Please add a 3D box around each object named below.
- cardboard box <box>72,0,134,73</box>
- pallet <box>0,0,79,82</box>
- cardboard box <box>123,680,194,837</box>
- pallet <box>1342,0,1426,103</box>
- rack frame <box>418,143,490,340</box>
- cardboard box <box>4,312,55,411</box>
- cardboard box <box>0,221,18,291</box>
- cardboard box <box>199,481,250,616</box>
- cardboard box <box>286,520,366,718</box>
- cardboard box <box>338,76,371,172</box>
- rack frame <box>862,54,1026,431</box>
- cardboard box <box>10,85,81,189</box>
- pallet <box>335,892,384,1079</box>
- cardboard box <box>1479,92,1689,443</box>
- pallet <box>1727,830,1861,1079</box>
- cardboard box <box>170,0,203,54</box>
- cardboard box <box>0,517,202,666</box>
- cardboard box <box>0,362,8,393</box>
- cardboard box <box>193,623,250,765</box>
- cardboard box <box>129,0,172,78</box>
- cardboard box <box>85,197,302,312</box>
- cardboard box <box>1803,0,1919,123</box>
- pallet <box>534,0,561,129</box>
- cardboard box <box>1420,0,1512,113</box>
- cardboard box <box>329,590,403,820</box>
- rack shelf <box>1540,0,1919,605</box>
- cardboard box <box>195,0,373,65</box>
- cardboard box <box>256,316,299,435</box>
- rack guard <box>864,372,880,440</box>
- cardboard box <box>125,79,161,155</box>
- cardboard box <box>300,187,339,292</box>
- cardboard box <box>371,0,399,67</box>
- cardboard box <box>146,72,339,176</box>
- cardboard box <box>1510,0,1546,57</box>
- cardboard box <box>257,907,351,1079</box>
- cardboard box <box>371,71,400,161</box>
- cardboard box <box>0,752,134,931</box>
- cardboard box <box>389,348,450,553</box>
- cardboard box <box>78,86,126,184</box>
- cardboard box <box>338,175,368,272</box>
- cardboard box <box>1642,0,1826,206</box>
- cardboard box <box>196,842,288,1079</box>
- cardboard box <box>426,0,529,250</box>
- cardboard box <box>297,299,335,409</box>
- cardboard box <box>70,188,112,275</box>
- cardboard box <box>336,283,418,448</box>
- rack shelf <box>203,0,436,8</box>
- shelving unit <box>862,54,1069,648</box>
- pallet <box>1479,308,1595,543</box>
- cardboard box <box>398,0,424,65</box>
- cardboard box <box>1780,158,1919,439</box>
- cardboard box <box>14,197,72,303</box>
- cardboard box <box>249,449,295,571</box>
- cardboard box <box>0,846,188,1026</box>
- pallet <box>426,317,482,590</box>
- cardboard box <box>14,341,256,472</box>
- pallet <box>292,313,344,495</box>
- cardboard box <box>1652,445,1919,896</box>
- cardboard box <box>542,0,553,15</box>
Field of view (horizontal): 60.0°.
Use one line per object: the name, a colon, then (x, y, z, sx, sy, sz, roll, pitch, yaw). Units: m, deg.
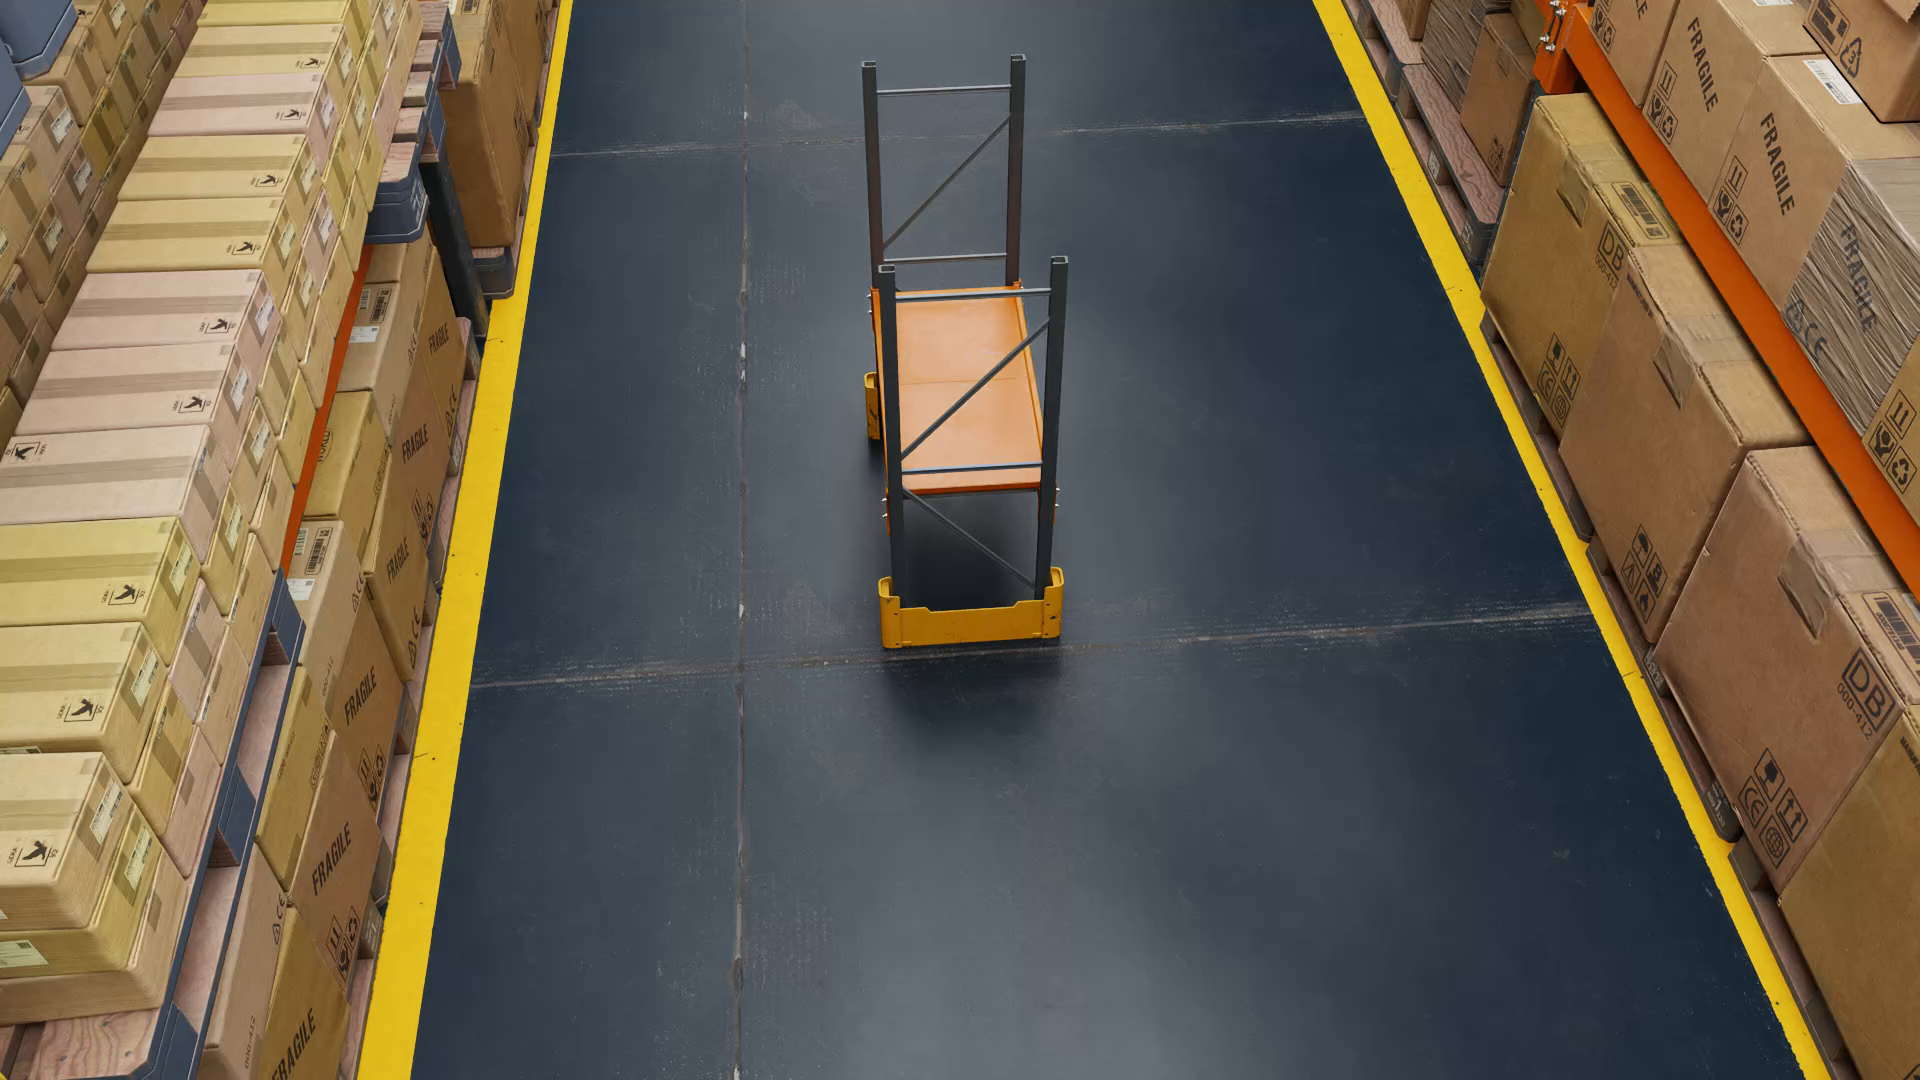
cardboard box: (-2.464, -1.373, 4.458, 0.380, 0.149, 0.250, -4, 47, -4)
pallet: (-2.052, -1.105, 2.794, 1.213, 0.211, 1.003, -3, 47, -3)
cardboard box: (-1.615, 0.405, 2.980, 0.380, 0.149, 0.250, -4, 47, -4)
pallet: (2.437, -2.544, 8.014, 1.003, 0.211, 1.213, -3, 47, -3)
rack frame: (-2.351, -1.829, 5.416, 1.000, 3.000, 0.127, -3, 47, -3)
cardboard box: (-2.382, -0.403, 3.950, 0.380, 0.149, 0.250, -5, 47, -5)
cardboard box: (-2.377, -0.613, 3.739, 0.380, 0.149, 0.250, -4, 47, -4)
cardboard box: (-1.659, 0.030, 3.335, 0.380, 0.149, 0.250, -5, 47, -5)
cardboard box: (-1.900, 0.218, 4.394, 0.500, 0.250, 0.500, -2, 47, -2)
cardboard box: (-1.787, -1.095, 4.400, 0.380, 0.149, 0.250, -3, 47, -3)
rack frame: (-0.050, -0.945, 5.612, 0.500, 1.500, 0.032, -3, 47, -3)
cardboard box: (-2.418, -0.986, 4.092, 0.380, 0.149, 0.250, -2, 47, -1)
pallet: (-2.083, 1.461, 4.221, 1.003, 0.211, 1.213, -3, 47, -3)
cardboard box: (2.637, -0.970, 5.777, 1.225, 0.875, 0.875, -5, 47, -5)
pallet: (2.795, 1.242, 4.428, 1.003, 0.211, 1.213, -3, 47, -3)
cardboard box: (-2.515, -1.551, 5.036, 0.380, 0.149, 0.250, -4, 47, -4)
cardboard box: (-1.639, 0.103, 3.061, 0.380, 0.149, 0.250, -3, 47, -3)
cardboard box: (-2.361, -0.324, 3.670, 0.380, 0.149, 0.250, -3, 47, -3)
cardboard box: (-1.637, 0.313, 3.271, 0.380, 0.149, 0.250, -3, 47, -3)
cardboard box: (-2.486, -1.431, 4.718, 0.380, 0.149, 0.250, -1, 47, -1)
cardboard box: (-1.727, -0.640, 3.765, 0.380, 0.149, 0.250, -2, 47, -2)
cardboard box: (2.697, -1.435, 4.283, 0.797, 0.503, 0.637, -3, 47, -2)
pallet: (-2.441, -2.325, 7.807, 1.003, 0.211, 1.213, -3, 47, -3)
cardboard box: (2.464, -2.233, 7.217, 0.700, 0.500, 0.500, -7, 47, -7)
cardboard box: (-1.917, 0.469, 4.672, 0.500, 0.500, 0.500, -3, 47, -3)
rack shelf: (2.767, -0.362, 4.523, 1.077, 0.370, 4.000, -3, 47, -3)
cardboard box: (-1.813, -1.393, 4.477, 0.380, 0.149, 0.250, -2, 47, -2)
cardboard box: (-1.706, -0.357, 3.701, 0.380, 0.149, 0.250, -4, 47, -4)
rack guard: (-0.048, -0.501, 6.053, 0.587, 0.250, 0.087, -3, 47, -3)
cardboard box: (-2.470, -1.161, 4.668, 0.380, 0.149, 0.250, -1, 47, -1)
cardboard box: (-1.746, -0.726, 4.050, 0.380, 0.149, 0.250, -2, 47, -2)
cardboard box: (-1.832, -1.466, 4.751, 0.380, 0.149, 0.250, -2, 47, -2)
cardboard box: (-1.772, -1.025, 4.129, 0.380, 0.149, 0.250, -3, 47, -3)
cardboard box: (2.514, -2.089, 6.565, 0.500, 0.250, 0.500, -2, 47, -2)
cardboard box: (-1.814, 1.230, 3.952, 0.500, 0.500, 0.500, -2, 47, -2)
cardboard box: (-1.811, -1.192, 4.696, 0.380, 0.149, 0.250, -3, 47, -3)
cardboard box: (-1.591, 0.490, 2.694, 0.380, 0.149, 0.250, -1, 47, -1)
cardboard box: (-1.996, -0.277, 5.379, 0.500, 0.500, 0.500, -2, 47, -2)
cardboard box: (-2.439, -1.055, 4.363, 0.380, 0.149, 0.250, -3, 47, -3)
cardboard box: (-1.770, -0.817, 4.341, 0.380, 0.149, 0.250, -5, 47, -5)
cardboard box: (2.415, -1.350, 4.894, 0.500, 0.500, 0.500, -5, 47, -4)
cardboard box: (-1.815, 0.972, 3.679, 0.500, 0.250, 0.500, -5, 47, -5)
cardboard box: (-2.313, -1.645, 6.503, 1.050, 0.750, 0.750, -4, 47, -4)
cardboard box: (-1.724, -0.432, 3.977, 0.380, 0.149, 0.250, -5, 47, -5)
cardboard box: (-2.421, -0.774, 4.301, 0.380, 0.149, 0.250, -2, 47, -2)
cardboard box: (-1.980, -0.528, 5.100, 0.500, 0.250, 0.500, -3, 47, -3)
rack shelf: (-2.519, -3.028, 7.047, 1.077, 0.370, 4.000, -3, 47, -3)
shelving unit: (-0.006, -0.571, 5.258, 0.587, 1.500, 1.083, -3, 47, -3)
pallet: (2.591, -0.523, 6.100, 1.003, 0.211, 1.213, -3, 47, -3)
cardboard box: (-1.852, -1.558, 5.043, 0.380, 0.149, 0.250, -3, 47, -3)
cardboard box: (2.501, -0.618, 4.200, 0.500, 0.500, 0.500, -3, 47, -3)
cardboard box: (-2.402, -0.695, 4.021, 0.380, 0.149, 0.250, -4, 47, -4)
cardboard box: (-1.679, -0.053, 3.618, 0.380, 0.149, 0.250, -5, 47, -5)
cardboard box: (-1.591, 0.695, 2.910, 0.380, 0.149, 0.250, -6, 47, -5)
pallet: (-2.287, -0.304, 5.893, 1.003, 0.211, 1.213, -3, 47, -3)
cardboard box: (-1.680, -0.263, 3.407, 0.380, 0.149, 0.250, -4, 47, -4)
pallet: (-2.145, -0.333, 4.131, 1.003, 0.211, 1.213, -3, 47, -3)
cardboard box: (2.785, 0.315, 4.560, 1.225, 0.875, 0.875, -5, 47, -5)
cardboard box: (-2.468, -2.952, 7.740, 1.050, 0.750, 0.750, -3, 47, -3)
